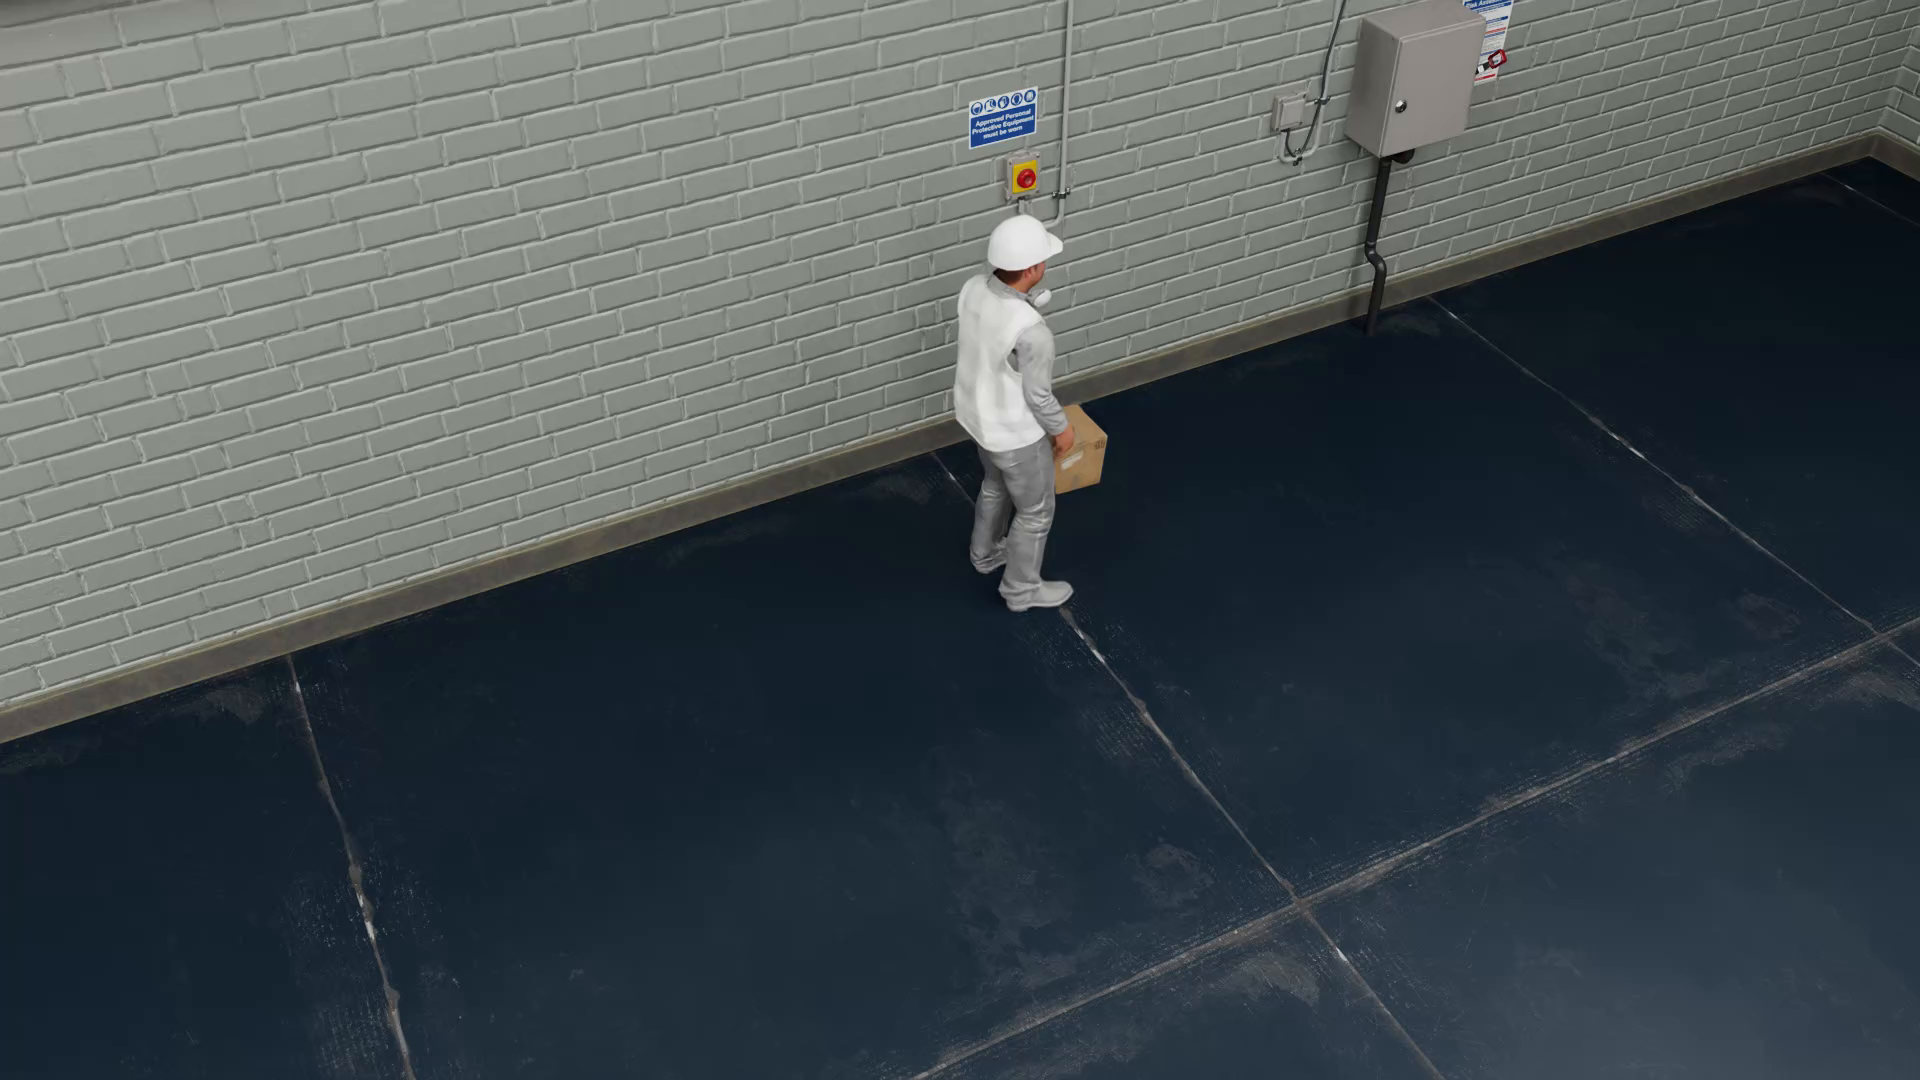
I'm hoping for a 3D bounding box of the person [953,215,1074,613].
[{"bbox_3d":[0.198,-0.499,6.708,0.423,1.777,0.555,-20,45,-21],"label":"person"}]
